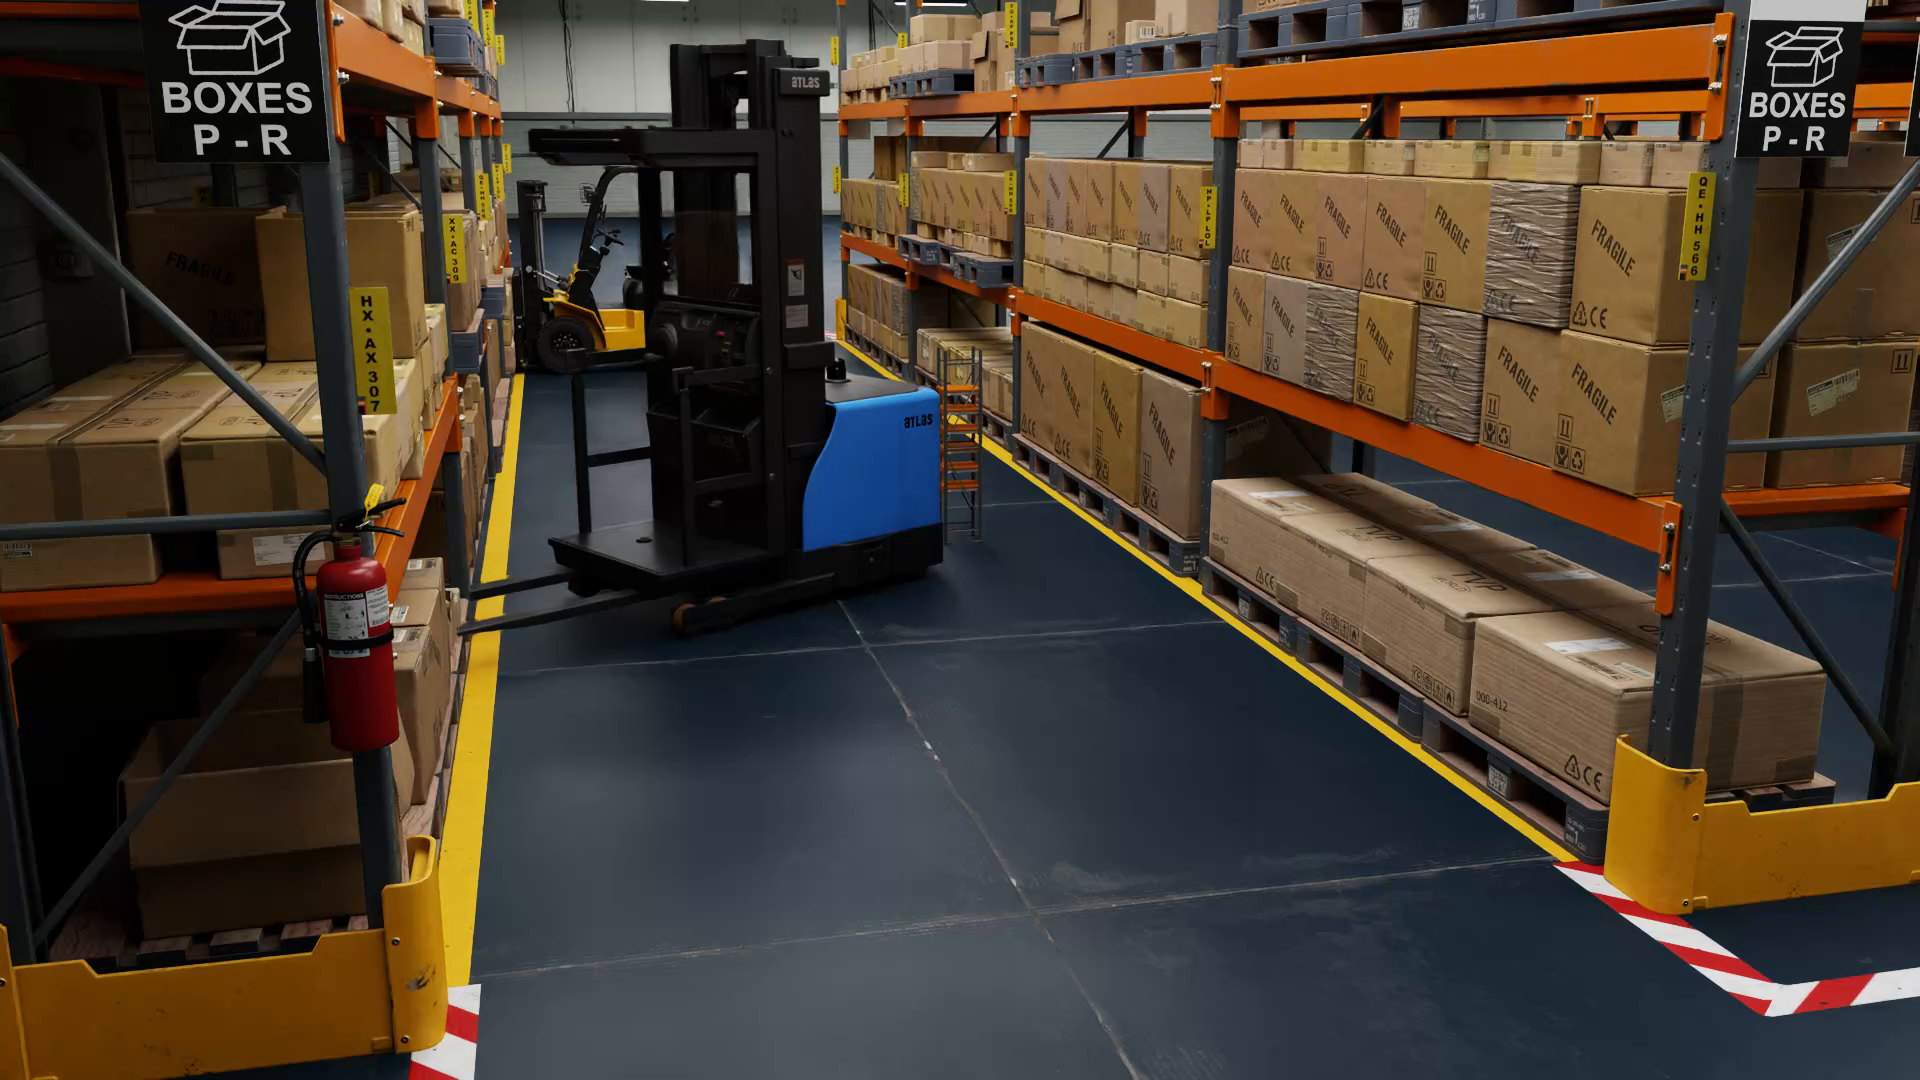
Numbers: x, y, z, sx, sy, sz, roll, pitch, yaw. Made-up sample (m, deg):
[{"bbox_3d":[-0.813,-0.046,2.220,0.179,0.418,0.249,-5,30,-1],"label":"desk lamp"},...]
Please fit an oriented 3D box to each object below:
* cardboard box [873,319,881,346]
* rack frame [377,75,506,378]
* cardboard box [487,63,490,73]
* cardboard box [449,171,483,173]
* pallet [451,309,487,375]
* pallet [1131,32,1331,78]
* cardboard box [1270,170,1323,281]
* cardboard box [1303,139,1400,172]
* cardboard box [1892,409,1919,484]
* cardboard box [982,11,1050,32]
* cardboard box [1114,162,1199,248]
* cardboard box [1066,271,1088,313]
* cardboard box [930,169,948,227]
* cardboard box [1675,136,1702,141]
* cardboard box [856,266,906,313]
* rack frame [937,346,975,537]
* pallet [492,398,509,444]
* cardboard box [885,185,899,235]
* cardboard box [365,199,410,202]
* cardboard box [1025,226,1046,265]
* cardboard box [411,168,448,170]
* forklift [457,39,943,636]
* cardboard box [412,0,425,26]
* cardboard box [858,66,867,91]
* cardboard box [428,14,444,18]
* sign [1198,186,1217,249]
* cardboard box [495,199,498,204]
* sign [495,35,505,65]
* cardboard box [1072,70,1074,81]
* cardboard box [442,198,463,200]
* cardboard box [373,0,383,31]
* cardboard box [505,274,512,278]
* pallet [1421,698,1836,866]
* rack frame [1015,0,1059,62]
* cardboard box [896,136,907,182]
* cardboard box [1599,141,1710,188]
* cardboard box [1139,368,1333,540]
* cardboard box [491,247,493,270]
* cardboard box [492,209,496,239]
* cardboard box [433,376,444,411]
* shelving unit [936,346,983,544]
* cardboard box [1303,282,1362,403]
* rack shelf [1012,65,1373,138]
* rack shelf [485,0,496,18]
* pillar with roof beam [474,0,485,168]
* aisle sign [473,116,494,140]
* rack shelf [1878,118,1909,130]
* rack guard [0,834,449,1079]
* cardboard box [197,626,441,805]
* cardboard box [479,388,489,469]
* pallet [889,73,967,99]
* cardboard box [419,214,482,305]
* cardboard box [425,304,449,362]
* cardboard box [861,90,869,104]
[{"bbox_3d":[-0.676,-2.306,18.454,0.500,0.250,0.500,-3,14,-12],"label":"cardboard box"},{"bbox_3d":[-4.851,-2.799,15.563,1.000,3.000,0.127,-3,14,-13],"label":"rack frame"},{"bbox_3d":[-4.841,-4.684,16.394,0.380,0.149,0.250,-3,14,-11],"label":"cardboard box"},{"bbox_3d":[-5.017,-3.690,17.006,0.380,0.149,0.250,-3,14,-13],"label":"cardboard box"},{"bbox_3d":[-3.053,-1.051,8.812,1.003,0.211,1.213,-3,14,-13],"label":"pallet"},{"bbox_3d":[1.589,-2.804,9.666,0.805,0.209,1.217,-4,14,-15],"label":"pallet"},{"bbox_3d":[1.841,-1.525,8.031,0.500,0.500,0.500,-3,14,-14],"label":"cardboard box"},{"bbox_3d":[1.850,-1.817,7.862,0.380,0.149,0.250,-3,14,-14],"label":"cardboard box"},{"bbox_3d":[6.221,-0.677,11.258,0.500,0.500,0.500,-4,14,-14],"label":"cardboard box"},{"bbox_3d":[0.495,-4.547,14.775,0.500,0.250,0.500,-3,14,-12],"label":"cardboard box"},{"bbox_3d":[1.275,-2.091,10.349,0.500,0.500,0.500,-3,14,-11],"label":"cardboard box"},{"bbox_3d":[1.039,-1.715,11.443,0.500,0.250,0.500,-3,14,-11],"label":"cardboard box"},{"bbox_3d":[0.026,-3.119,15.151,0.500,0.500,0.500,-3,14,-14],"label":"cardboard box"},{"bbox_3d":[8.998,-4.627,20.101,0.500,0.500,0.500,-3,14,-13],"label":"cardboard box"},{"bbox_3d":[-0.912,-2.905,19.324,0.500,0.500,0.500,-4,14,-15],"label":"cardboard box"},{"bbox_3d":[-0.025,-0.607,10.385,0.240,1.200,0.006,-3,14,-13],"label":"rack frame"},{"bbox_3d":[-4.349,-0.995,14.053,1.003,0.211,1.213,-3,14,-13],"label":"pallet"},{"bbox_3d":[-0.500,-3.477,17.499,0.500,0.500,0.500,-3,14,-11],"label":"cardboard box"},{"bbox_3d":[-4.664,-2.715,13.643,0.380,0.149,0.250,-3,14,-13],"label":"cardboard box"},{"bbox_3d":[0.792,-2.193,12.346,0.500,0.250,0.500,-3,14,-14],"label":"cardboard box"},{"bbox_3d":[-5.917,-4.076,18.585,0.380,0.149,0.250,-3,14,-11],"label":"cardboard box"},{"bbox_3d":[-1.511,-1.073,8.645,3.031,2.935,1.130,-13,19,-42],"label":"forklift"},{"bbox_3d":[-2.615,-2.385,7.237,0.500,0.250,0.500,-3,14,-13],"label":"cardboard box"},{"bbox_3d":[-0.853,-5.163,18.607,0.500,0.250,0.500,-3,14,-12],"label":"cardboard box"},{"bbox_3d":[-2.837,-2.747,8.463,0.380,0.149,0.250,-3,14,-13],"label":"cardboard box"},{"bbox_3d":[1.327,-1.722,8.884,0.100,0.325,0.005,-3,14,-13],"label":"sign"},{"bbox_3d":[-4.806,-3.430,16.569,0.380,0.149,0.250,-3,14,-12],"label":"cardboard box"},{"bbox_3d":[-5.259,-5.598,18.999,0.100,0.325,0.005,-3,14,-13],"label":"sign"},{"bbox_3d":[1.004,-3.571,12.932,0.380,0.149,0.250,-3,14,-13],"label":"cardboard box"},{"bbox_3d":[-4.226,-2.803,14.003,0.380,0.149,0.250,-3,14,-13],"label":"cardboard box"},{"bbox_3d":[-2.039,-1.695,5.252,0.380,0.149,0.250,-3,14,-13],"label":"cardboard box"},{"bbox_3d":[-5.125,-2.754,18.180,0.500,0.250,0.500,-3,14,-12],"label":"cardboard box"},{"bbox_3d":[2.528,0.866,6.436,1.003,0.211,1.213,-3,14,-13],"label":"pallet"},{"bbox_3d":[0.913,-5.068,12.210,1.000,3.000,0.127,-3,14,-13],"label":"rack frame"},{"bbox_3d":[-0.320,-4.220,18.438,0.700,0.500,0.500,-3,14,-14],"label":"cardboard box"},{"bbox_3d":[2.430,-1.286,5.688,0.380,0.149,0.250,-3,14,-12],"label":"cardboard box"},{"bbox_3d":[1.629,-0.541,9.915,0.875,0.875,0.875,-3,14,-11],"label":"cardboard box"},{"bbox_3d":[-4.268,-2.392,14.216,0.500,0.250,0.500,-3,14,-13],"label":"cardboard box"},{"bbox_3d":[-4.487,-2.870,15.116,0.500,0.250,0.500,-4,14,-14],"label":"cardboard box"},{"bbox_3d":[-2.484,-0.654,7.315,0.380,0.149,0.250,-3,14,-12],"label":"cardboard box"},{"bbox_3d":[-0.003,-0.586,10.298,0.258,1.200,0.189,-3,14,-13],"label":"shelving unit"},{"bbox_3d":[1.933,-0.925,7.683,0.500,0.500,0.500,-3,14,-13],"label":"cardboard box"},{"bbox_3d":[1.383,-2.800,10.763,1.077,0.370,4.000,-3,14,-13],"label":"rack shelf"},{"bbox_3d":[-5.320,-5.631,16.873,1.077,0.370,4.000,-3,14,-13],"label":"rack shelf"},{"bbox_3d":[-9.364,-13.586,47.075,9.100,9.000,0.548,-3,14,-13],"label":"pillar with roof beam"},{"bbox_3d":[-5.520,-5.016,19.161,0.394,0.787,0.004,-3,14,-13],"label":"aisle sign"},{"bbox_3d":[13.951,-5.474,21.708,1.077,0.370,4.000,-3,14,-13],"label":"rack shelf"},{"bbox_3d":[-2.050,1.166,4.601,1.175,0.500,0.348,-3,14,-13],"label":"rack guard"},{"bbox_3d":[-2.247,0.634,5.894,0.700,0.500,0.500,-3,14,-11],"label":"cardboard box"},{"bbox_3d":[-3.603,-0.780,11.683,0.500,0.500,0.500,-3,14,-12],"label":"cardboard box"},{"bbox_3d":[0.015,-4.294,15.758,1.213,0.211,1.003,-3,14,-13],"label":"pallet"},{"bbox_3d":[-3.174,-1.631,9.685,0.700,0.500,0.500,-3,14,-13],"label":"cardboard box"},{"bbox_3d":[-2.615,-0.921,7.567,0.500,0.250,0.500,-3,14,-12],"label":"cardboard box"},{"bbox_3d":[-0.896,-4.942,18.544,0.380,0.149,0.250,-3,14,-13],"label":"cardboard box"}]
